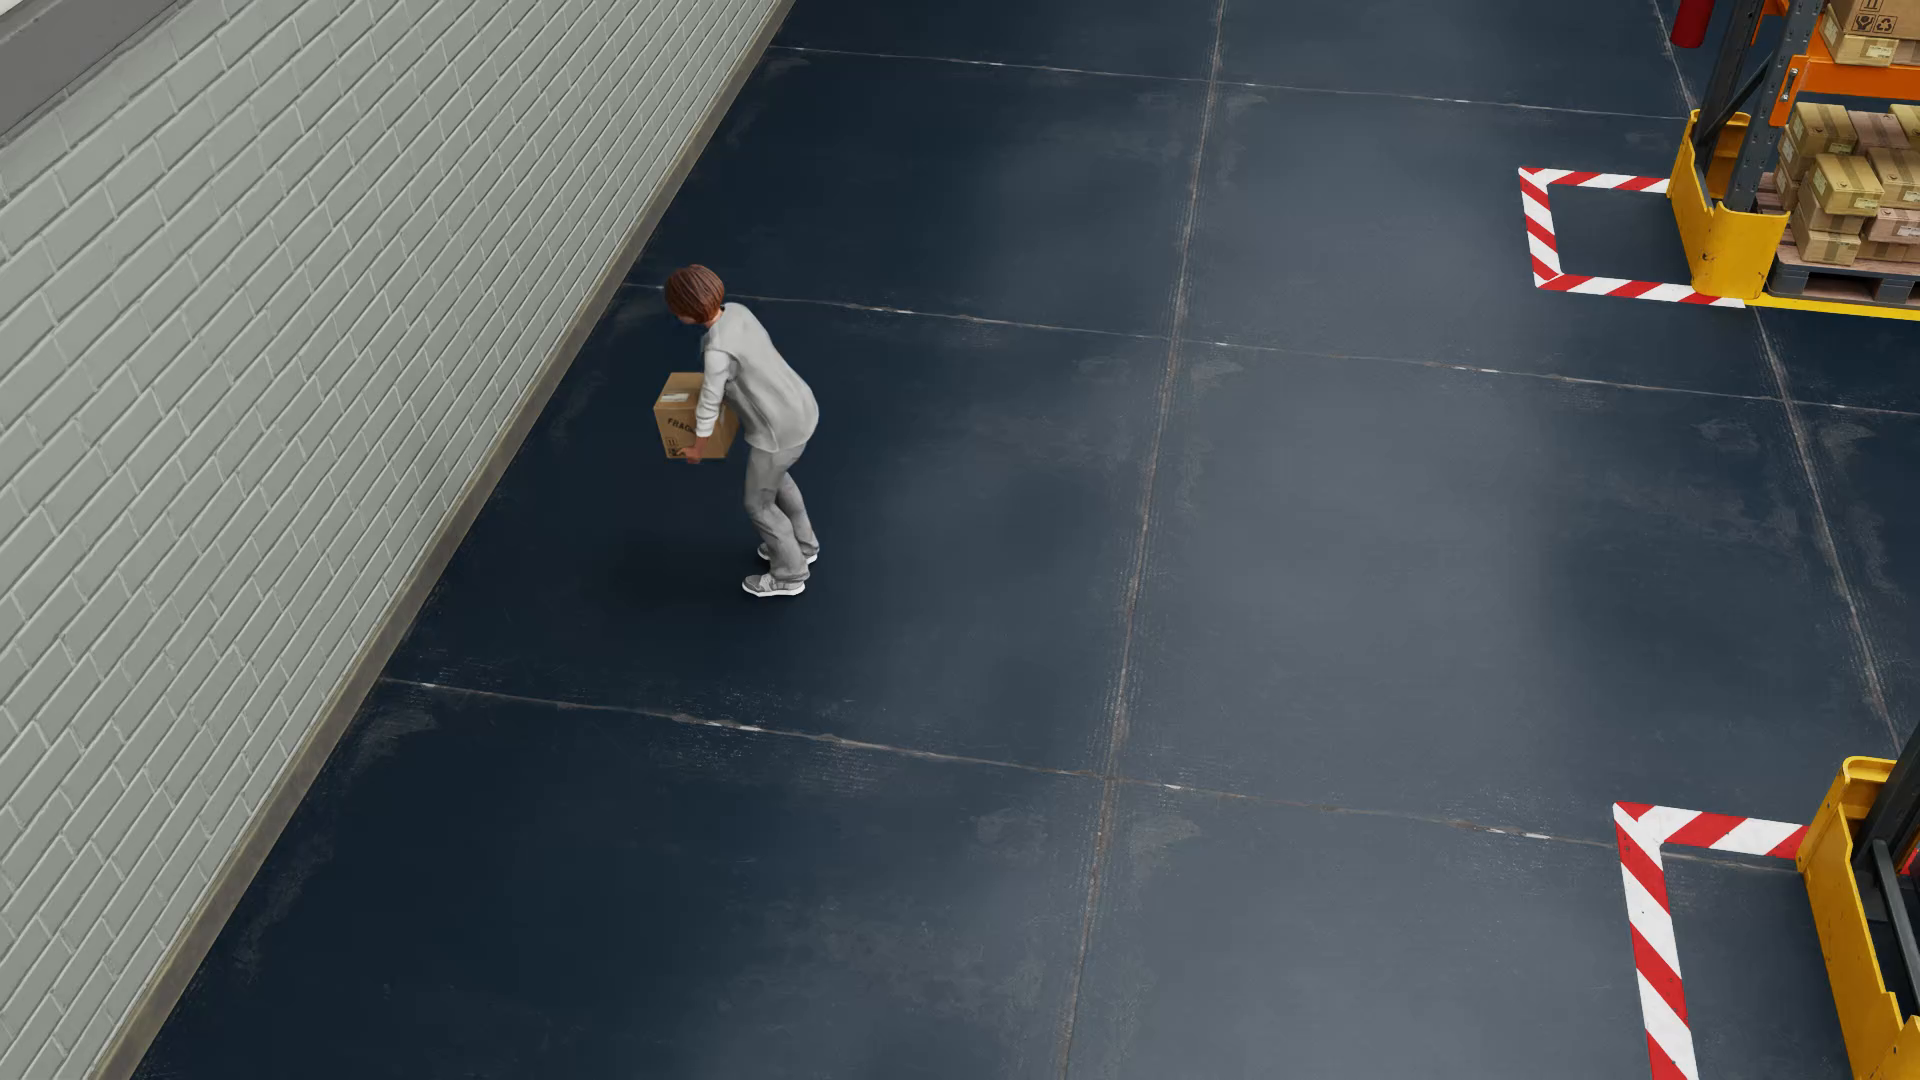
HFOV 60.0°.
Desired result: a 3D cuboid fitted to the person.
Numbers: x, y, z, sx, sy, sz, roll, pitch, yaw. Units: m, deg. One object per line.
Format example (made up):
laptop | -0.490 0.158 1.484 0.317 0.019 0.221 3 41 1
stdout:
person | -0.849 -0.683 6.505 0.560 0.832 0.370 6 41 7
